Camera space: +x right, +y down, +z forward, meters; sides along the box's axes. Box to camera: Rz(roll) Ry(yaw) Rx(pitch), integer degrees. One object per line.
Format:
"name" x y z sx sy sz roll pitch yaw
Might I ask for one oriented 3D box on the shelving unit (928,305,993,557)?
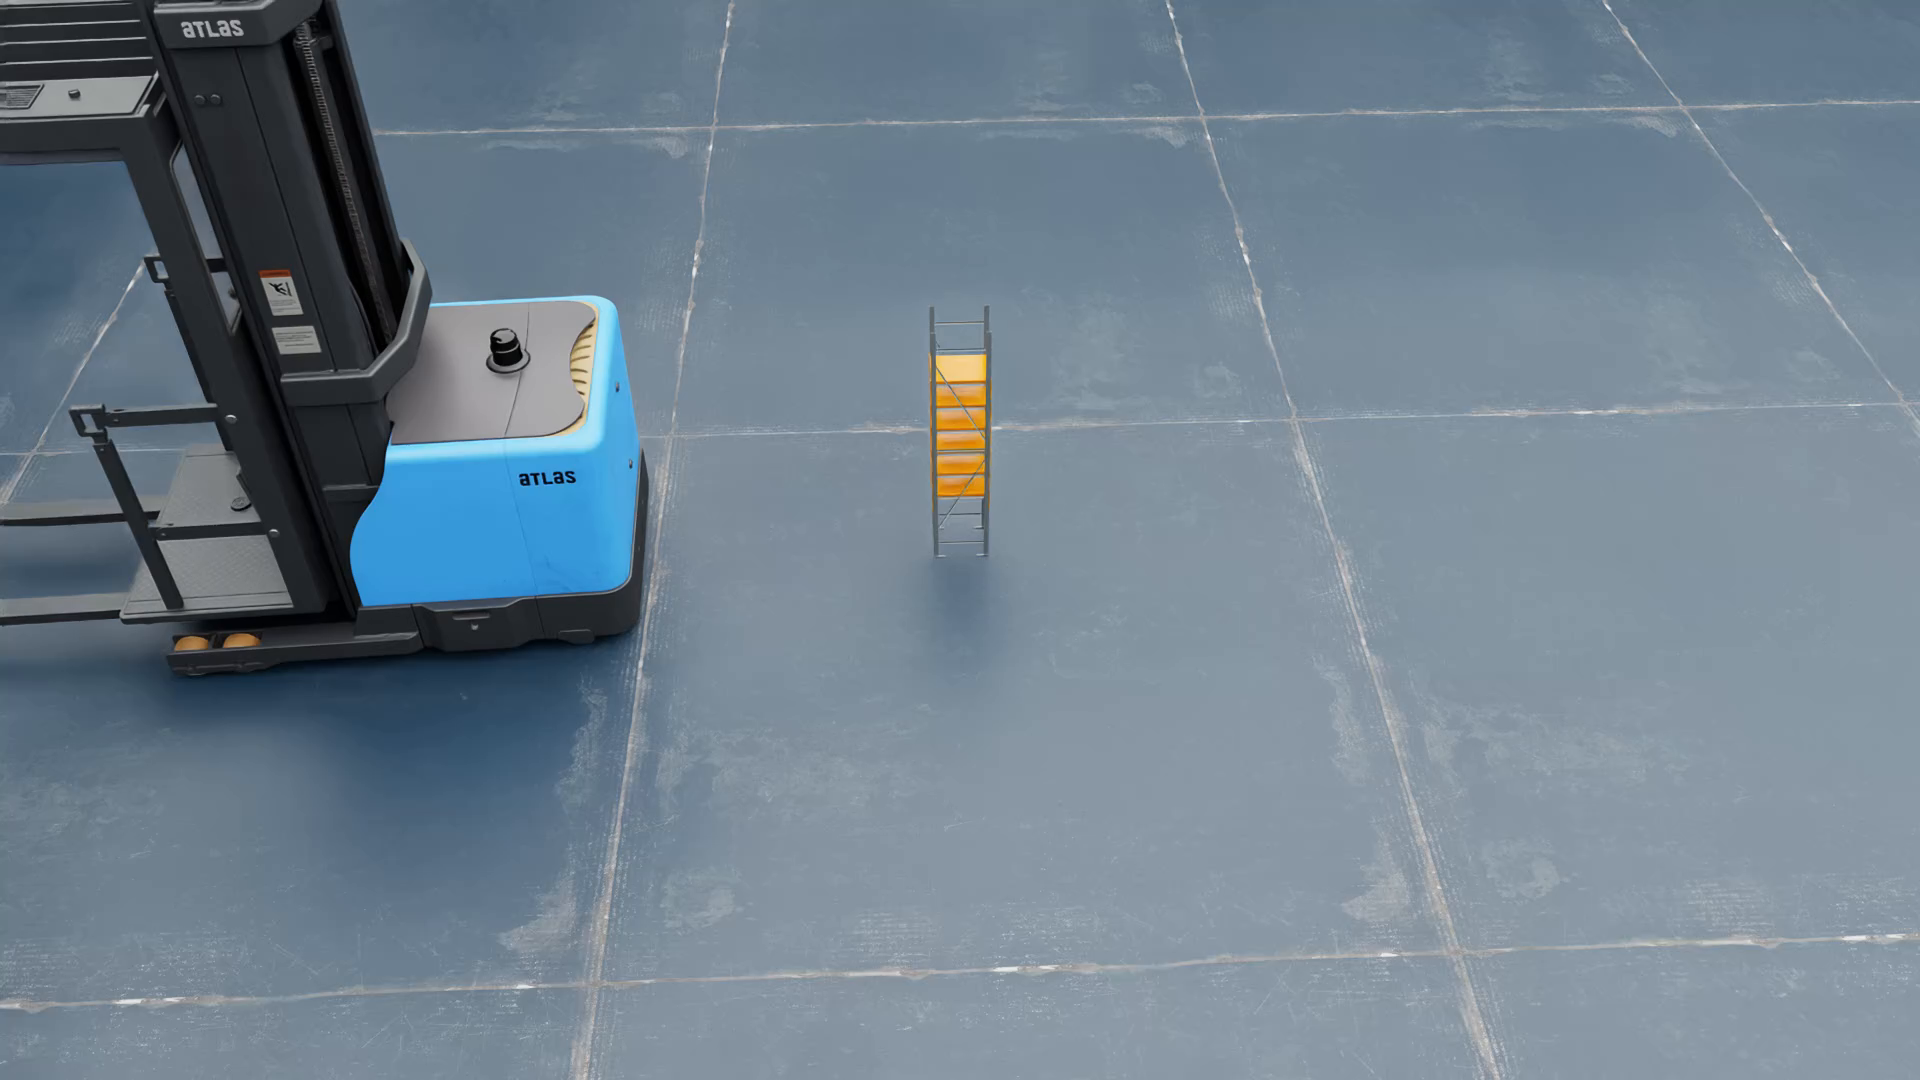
"shelving unit" 0.001 -0.433 6.984 0.258 1.200 0.189 -2 43 -2

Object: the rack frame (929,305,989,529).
"rack frame" -0.003 -0.494 7.051 0.240 1.200 0.006 -2 43 -2

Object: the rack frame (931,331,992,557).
"rack frame" 0.005 -0.371 6.916 0.240 1.200 0.006 -2 43 -2

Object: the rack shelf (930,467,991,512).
"rack shelf" 0.001 -0.223 7.176 0.258 0.103 0.180 -2 43 -2

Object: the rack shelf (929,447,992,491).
"rack shelf" 0.001 -0.311 7.095 0.258 0.103 0.180 -2 43 -2

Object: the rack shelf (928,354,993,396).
"rack shelf" 0.001 -0.665 6.770 0.258 0.103 0.180 -2 43 -2

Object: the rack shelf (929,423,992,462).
"rack shelf" 0.001 -0.400 7.014 0.258 0.103 0.180 -2 43 -2

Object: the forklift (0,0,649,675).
"forklift" -2.885 -0.902 6.215 3.031 2.935 1.130 -4 43 -4

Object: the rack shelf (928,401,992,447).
"rack shelf" 0.001 -0.488 6.933 0.258 0.103 0.180 -2 43 -2

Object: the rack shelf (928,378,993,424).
"rack shelf" 0.001 -0.577 6.851 0.258 0.103 0.180 -2 43 -2
